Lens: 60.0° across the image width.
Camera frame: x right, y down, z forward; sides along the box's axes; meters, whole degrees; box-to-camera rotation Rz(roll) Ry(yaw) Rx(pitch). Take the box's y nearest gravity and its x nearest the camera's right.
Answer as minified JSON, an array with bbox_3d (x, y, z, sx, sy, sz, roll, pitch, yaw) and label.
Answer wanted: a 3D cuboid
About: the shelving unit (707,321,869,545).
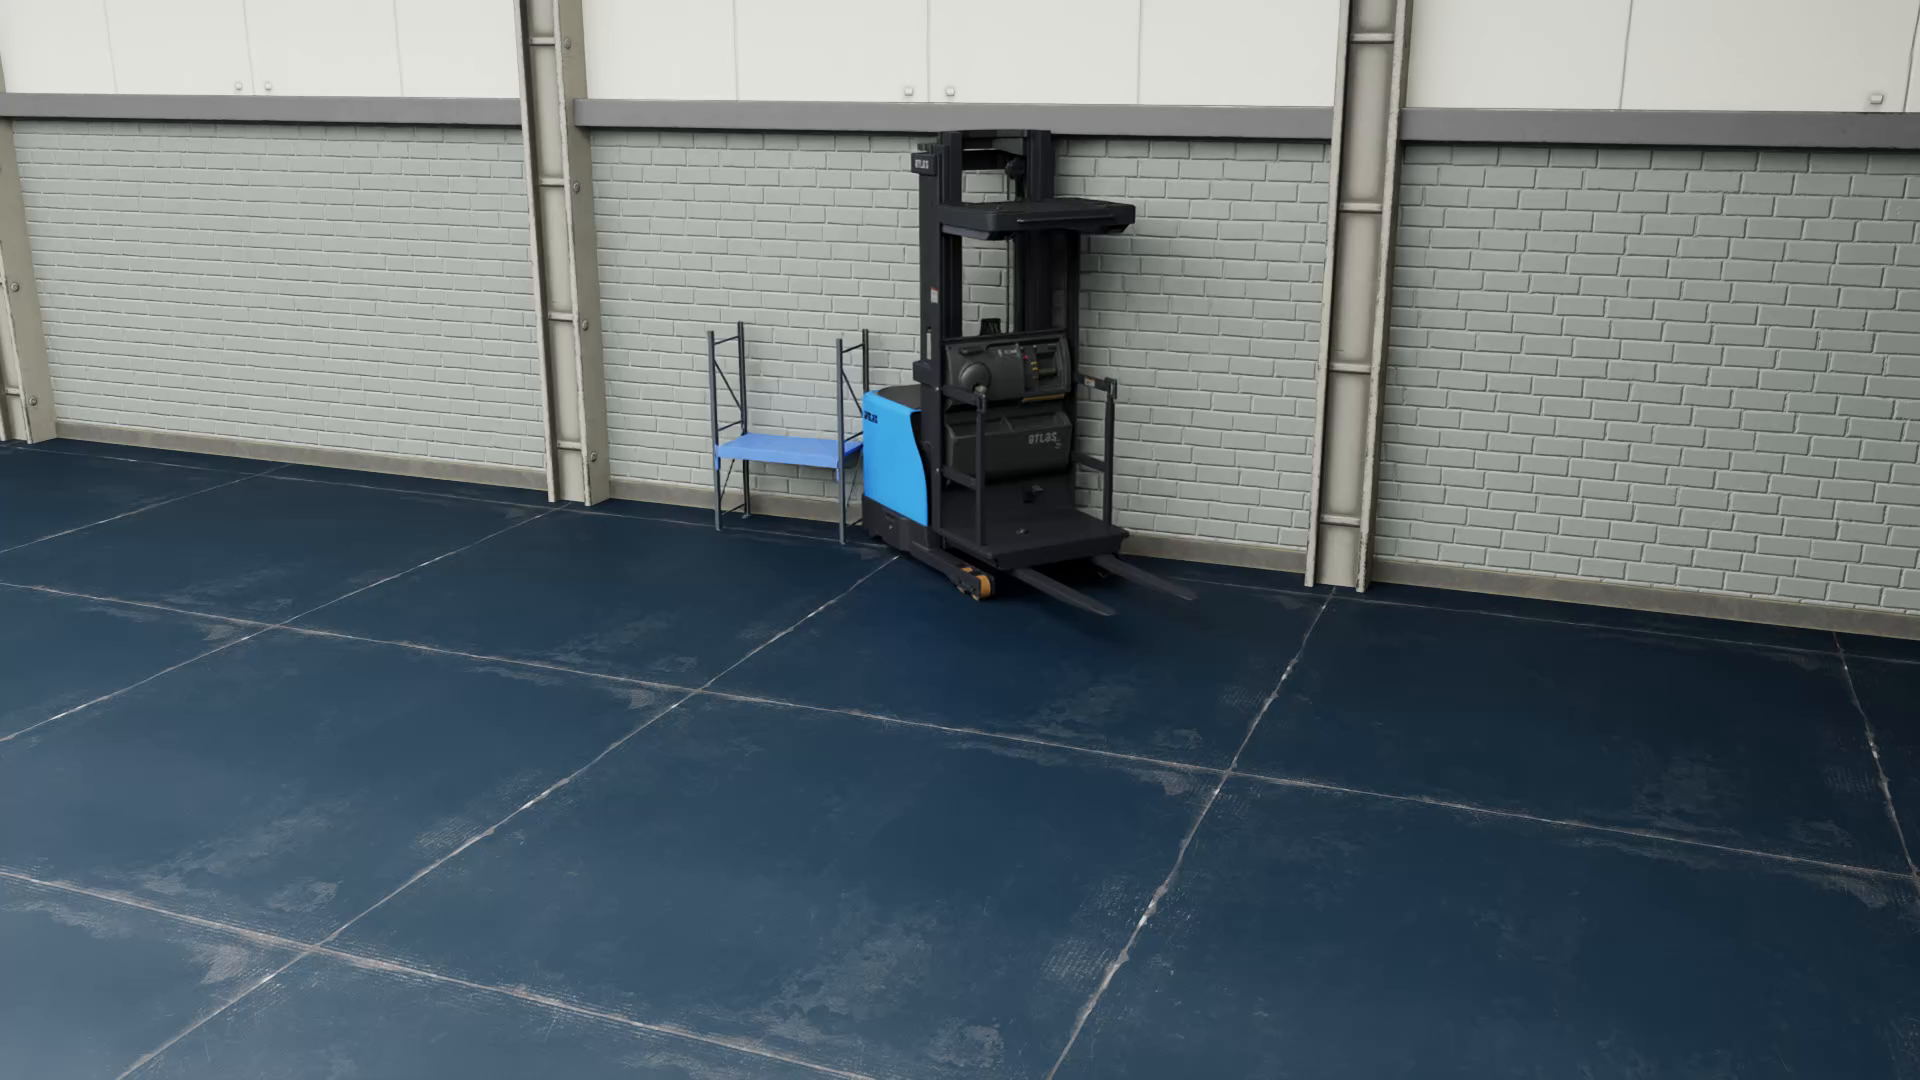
[{"bbox_3d":[-1.244,-0.800,12.239,1.048,1.500,0.538,6,17,20],"label":"shelving unit"}]

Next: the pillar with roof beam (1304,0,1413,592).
[{"bbox_3d":[0.965,-2.919,6.088,0.400,9.000,9.100,6,17,21],"label":"pillar with roof beam"}]

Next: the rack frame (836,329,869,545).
[{"bbox_3d":[-0.768,-0.750,12.067,0.032,1.500,0.500,6,17,20],"label":"rack frame"}]

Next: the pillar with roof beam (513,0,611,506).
[{"bbox_3d":[-4.617,-3.533,8.202,0.400,9.000,9.100,6,17,21],"label":"pillar with roof beam"}]

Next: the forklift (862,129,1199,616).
[{"bbox_3d":[0.432,-1.160,10.914,1.130,2.935,3.031,-9,18,-28],"label":"forklift"}]

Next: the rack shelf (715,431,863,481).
[{"bbox_3d":[-1.244,-0.627,12.290,1.000,0.185,0.538,6,17,20],"label":"rack shelf"}]

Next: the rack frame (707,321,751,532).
[{"bbox_3d":[-1.719,-0.850,12.412,0.032,1.500,0.500,6,17,20],"label":"rack frame"}]

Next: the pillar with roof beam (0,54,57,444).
[{"bbox_3d":[-10.198,-4.147,10.316,0.400,9.000,9.100,6,17,21],"label":"pillar with roof beam"}]
